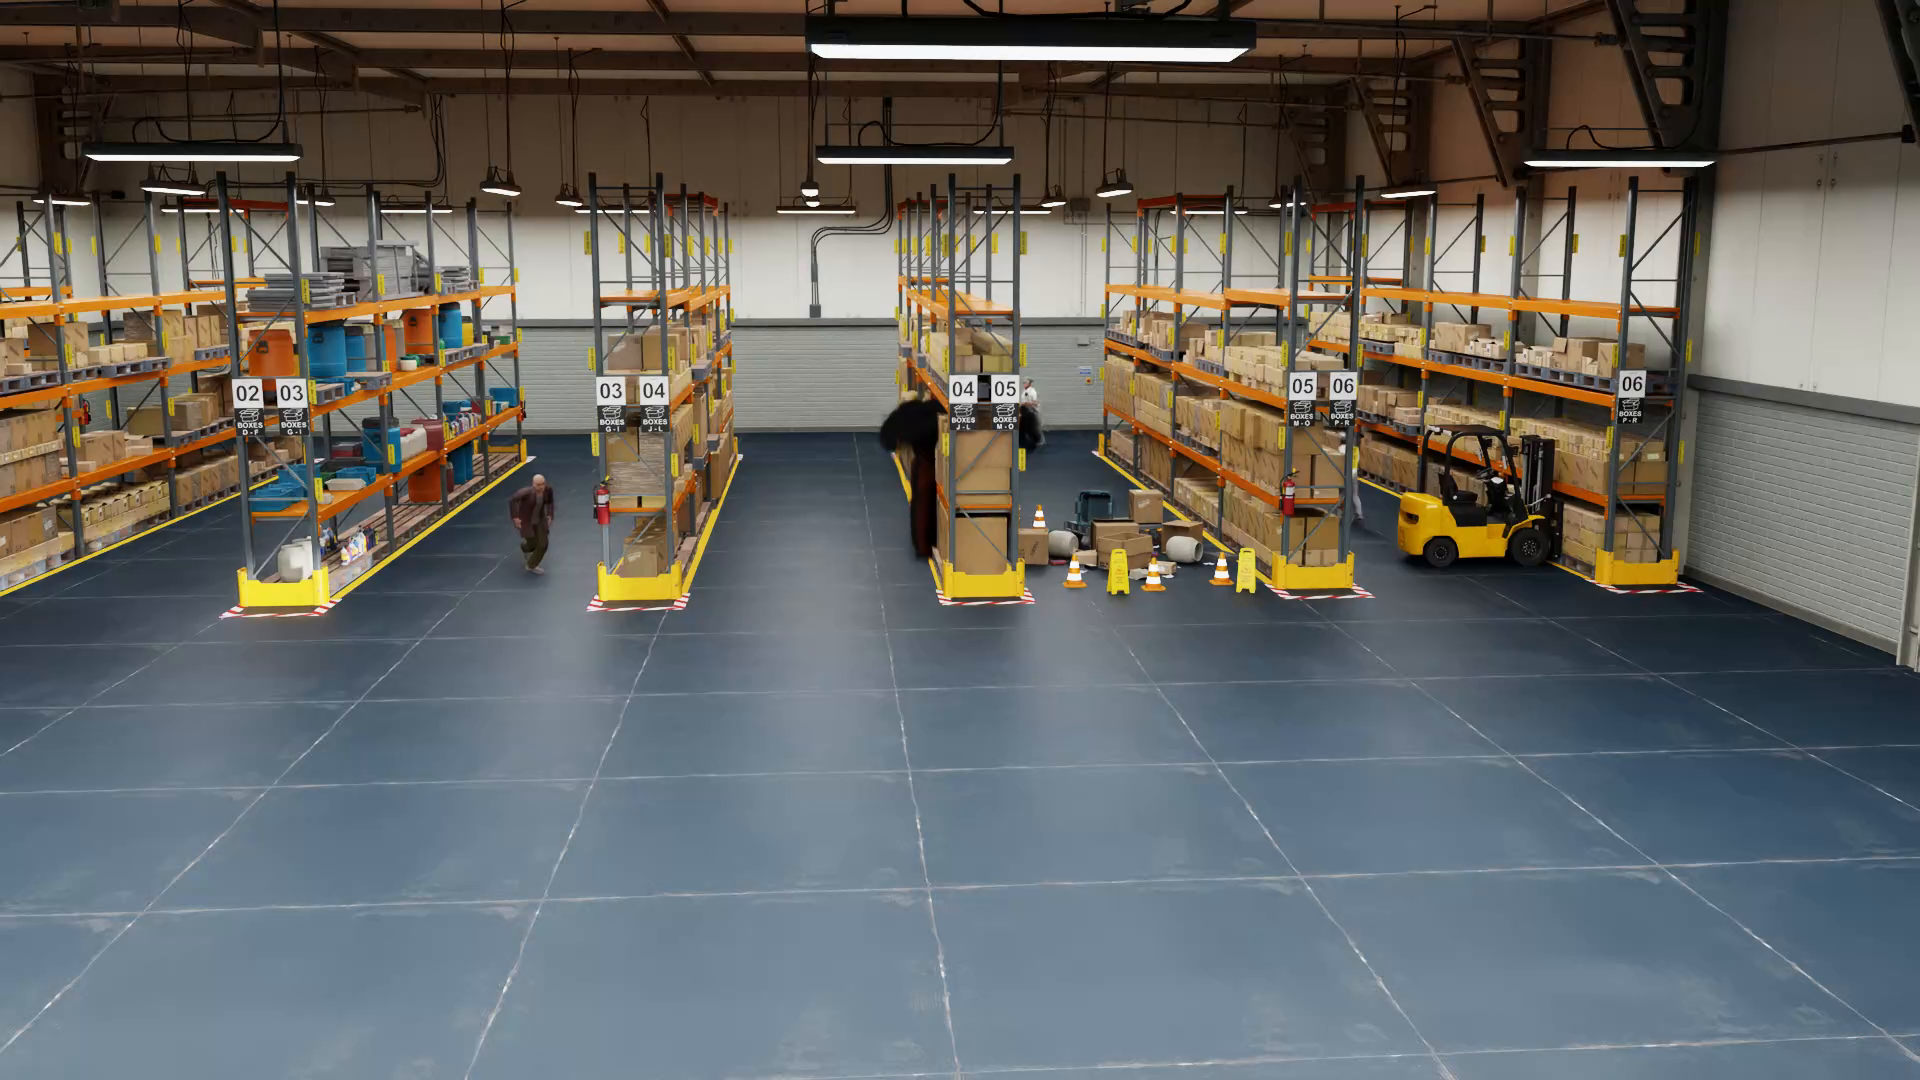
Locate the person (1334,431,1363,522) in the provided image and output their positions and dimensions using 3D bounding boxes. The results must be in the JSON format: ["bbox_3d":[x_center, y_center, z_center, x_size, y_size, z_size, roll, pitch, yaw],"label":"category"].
[{"bbox_3d":[7.079,-1.130,30.379,0.573,1.654,0.955,-2,10,-13],"label":"person"}]

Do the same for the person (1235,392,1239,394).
[{"bbox_3d":[6.653,-2.655,38.698,0.620,1.760,0.831,-7,12,-34],"label":"person"}]

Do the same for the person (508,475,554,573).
[{"bbox_3d":[-6.650,-0.265,25.725,0.729,1.580,0.971,-7,12,-34],"label":"person"}]

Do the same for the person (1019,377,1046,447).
[{"bbox_3d":[1.763,-3.217,41.979,0.838,1.801,0.581,-5,11,-26],"label":"person"}]
